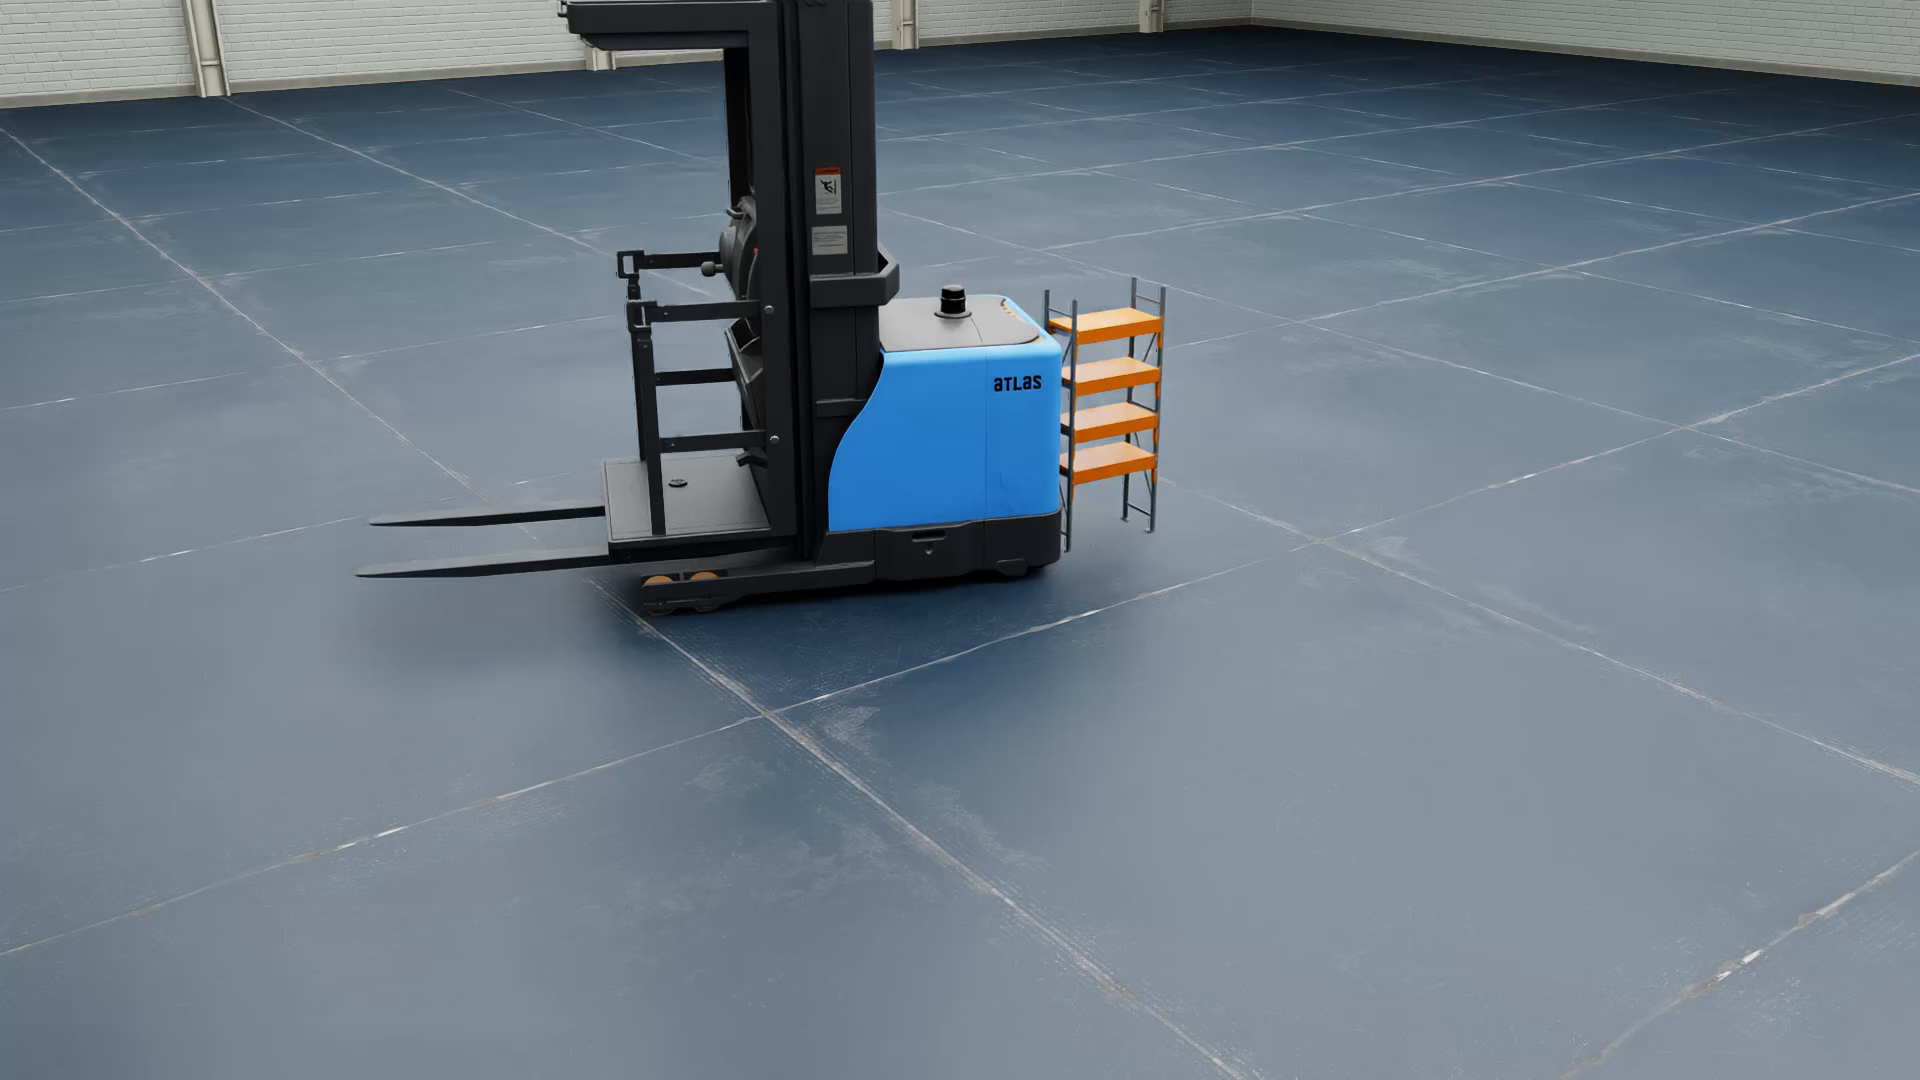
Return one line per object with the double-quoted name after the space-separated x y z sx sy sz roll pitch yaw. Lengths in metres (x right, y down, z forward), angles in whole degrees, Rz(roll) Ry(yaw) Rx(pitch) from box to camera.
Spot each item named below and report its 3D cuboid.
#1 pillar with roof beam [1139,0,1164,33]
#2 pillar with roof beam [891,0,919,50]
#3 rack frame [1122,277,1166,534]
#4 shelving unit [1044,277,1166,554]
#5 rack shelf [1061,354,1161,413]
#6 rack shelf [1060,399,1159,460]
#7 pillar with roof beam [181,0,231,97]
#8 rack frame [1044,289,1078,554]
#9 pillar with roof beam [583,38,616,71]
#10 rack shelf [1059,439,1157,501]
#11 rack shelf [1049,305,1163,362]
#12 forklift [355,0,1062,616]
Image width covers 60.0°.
6.381 -13.185 28.797 0.400 9.000 9.100 -15 26 -33 "pillar with roof beam"
1.510 -11.886 25.542 0.400 9.000 9.100 -15 26 -33 "pillar with roof beam"
0.865 -0.627 7.850 0.015 1.200 0.240 -13 25 -29 "rack frame"
0.657 -0.581 7.732 0.503 1.200 0.258 -13 25 -29 "shelving unit"
0.657 -0.726 7.674 0.480 0.148 0.258 -13 25 -29 "rack shelf"
0.657 -0.518 7.757 0.480 0.148 0.258 -13 25 -29 "rack shelf"
-8.231 -9.289 19.033 0.400 9.000 9.100 -15 26 -33 "pillar with roof beam"
0.448 -0.534 7.615 0.015 1.200 0.240 -13 25 -29 "rack frame"
-3.360 -10.588 22.288 0.400 9.000 9.100 -15 26 -33 "pillar with roof beam"
0.657 -0.334 7.831 0.480 0.148 0.258 -13 25 -29 "rack shelf"
0.657 -0.945 7.587 0.480 0.148 0.258 -13 25 -29 "rack shelf"
-1.119 -1.254 7.083 3.031 2.935 1.130 -5 22 -12 "forklift"
